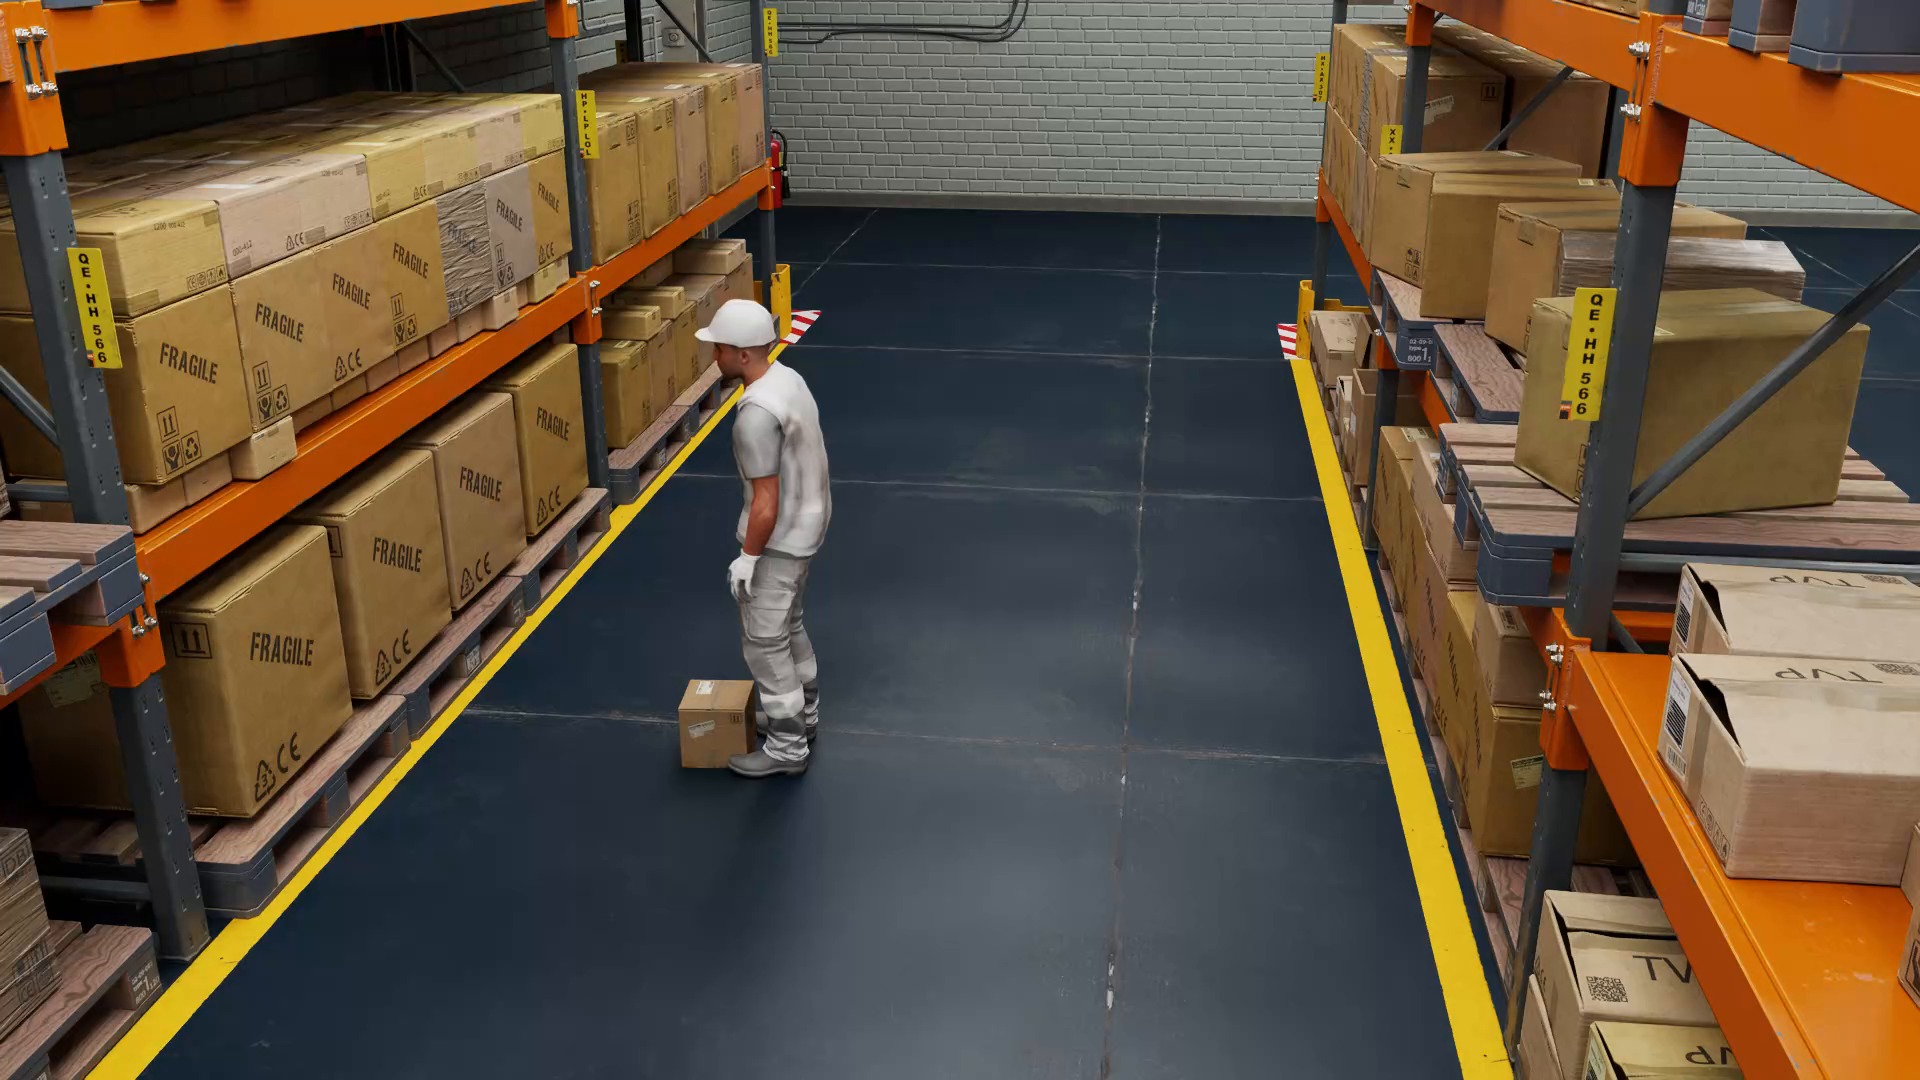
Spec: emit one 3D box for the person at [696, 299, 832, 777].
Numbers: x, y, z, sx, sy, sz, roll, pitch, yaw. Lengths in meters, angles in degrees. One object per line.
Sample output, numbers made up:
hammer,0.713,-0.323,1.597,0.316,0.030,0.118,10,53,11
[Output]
person,-0.696,-0.002,6.064,0.448,1.780,0.609,3,21,7
